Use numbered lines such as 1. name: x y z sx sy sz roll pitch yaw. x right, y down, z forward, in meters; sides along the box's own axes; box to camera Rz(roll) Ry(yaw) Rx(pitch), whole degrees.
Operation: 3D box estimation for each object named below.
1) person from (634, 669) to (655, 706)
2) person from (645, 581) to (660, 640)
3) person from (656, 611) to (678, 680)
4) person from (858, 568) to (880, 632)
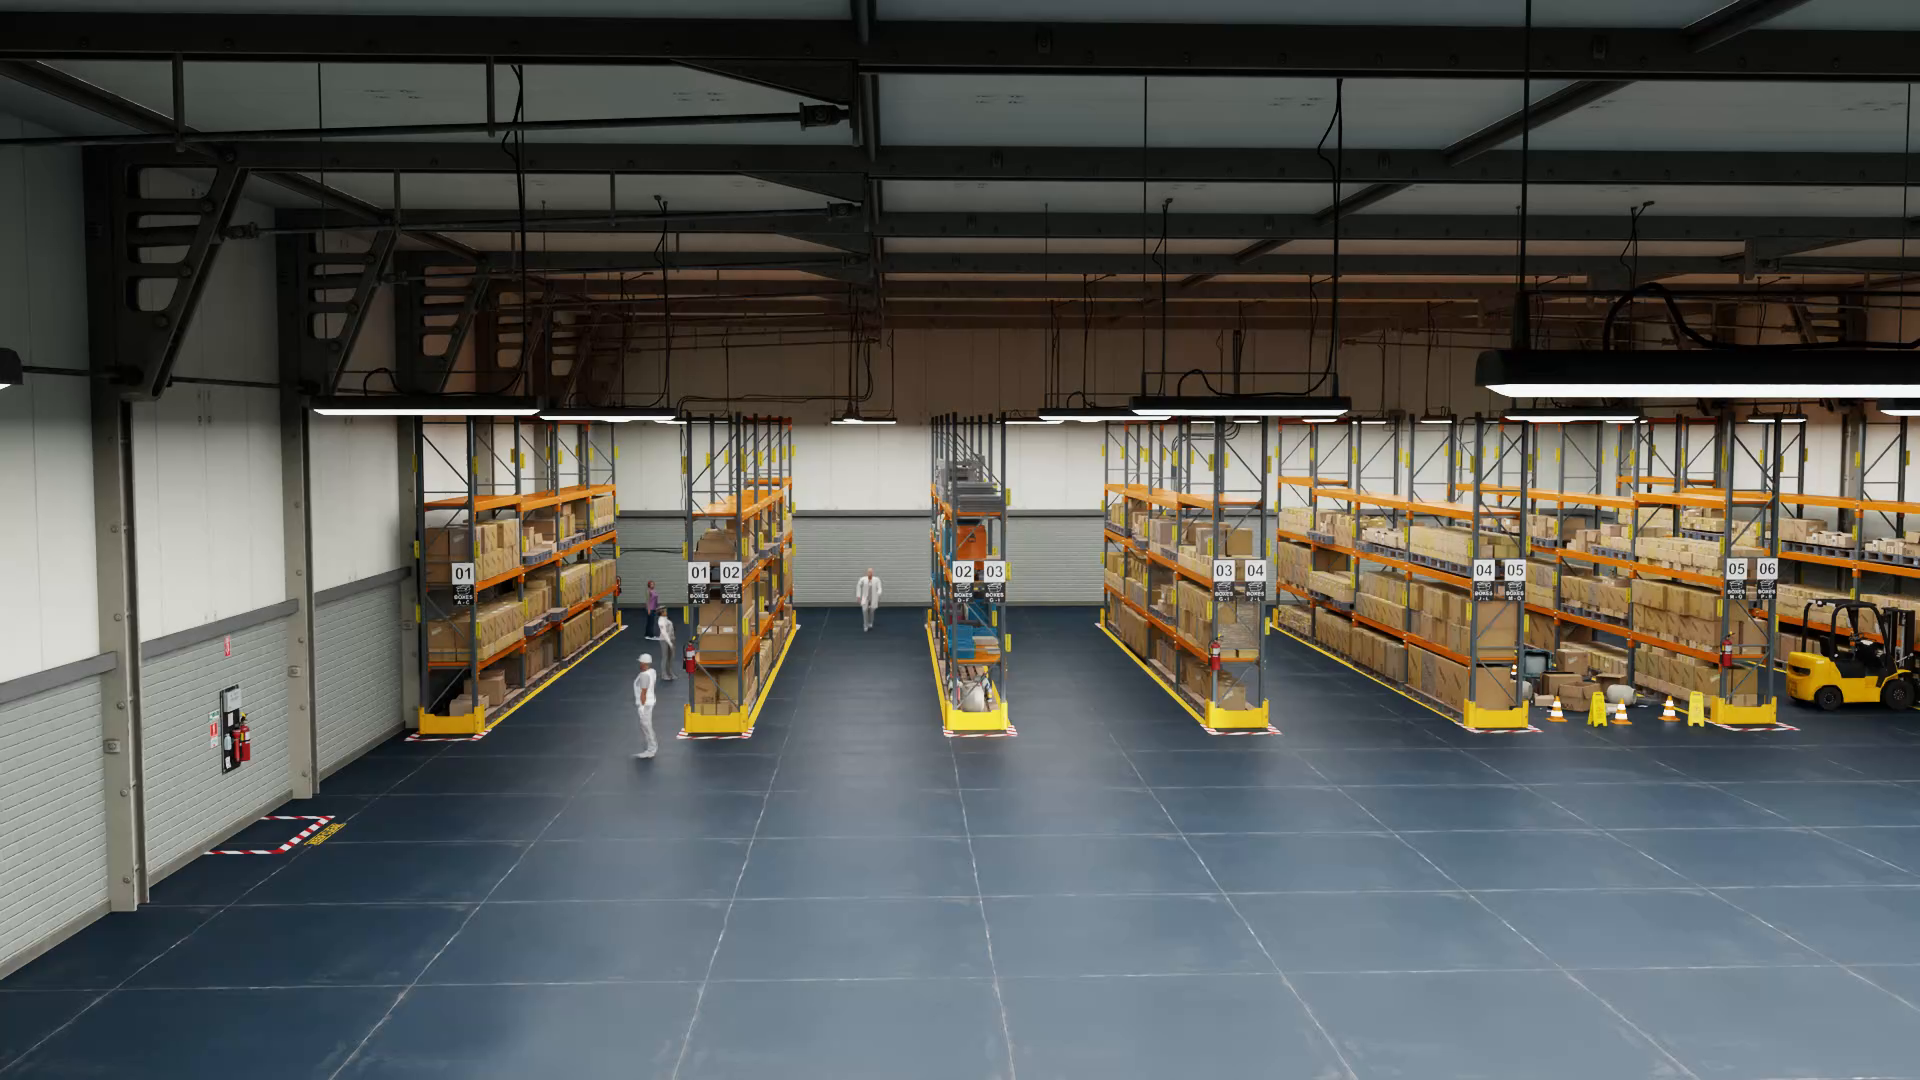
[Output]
1. person: -5.465 2.547 28.789 0.349 0.629 0.580 0 4 -4
2. person: -8.261 1.884 44.724 0.456 1.597 0.412 0 4 5
3. person: -6.613 2.347 37.725 0.521 1.685 0.565 2 4 25
4. person: -2.561 1.702 46.936 0.665 1.815 0.918 0 4 0
